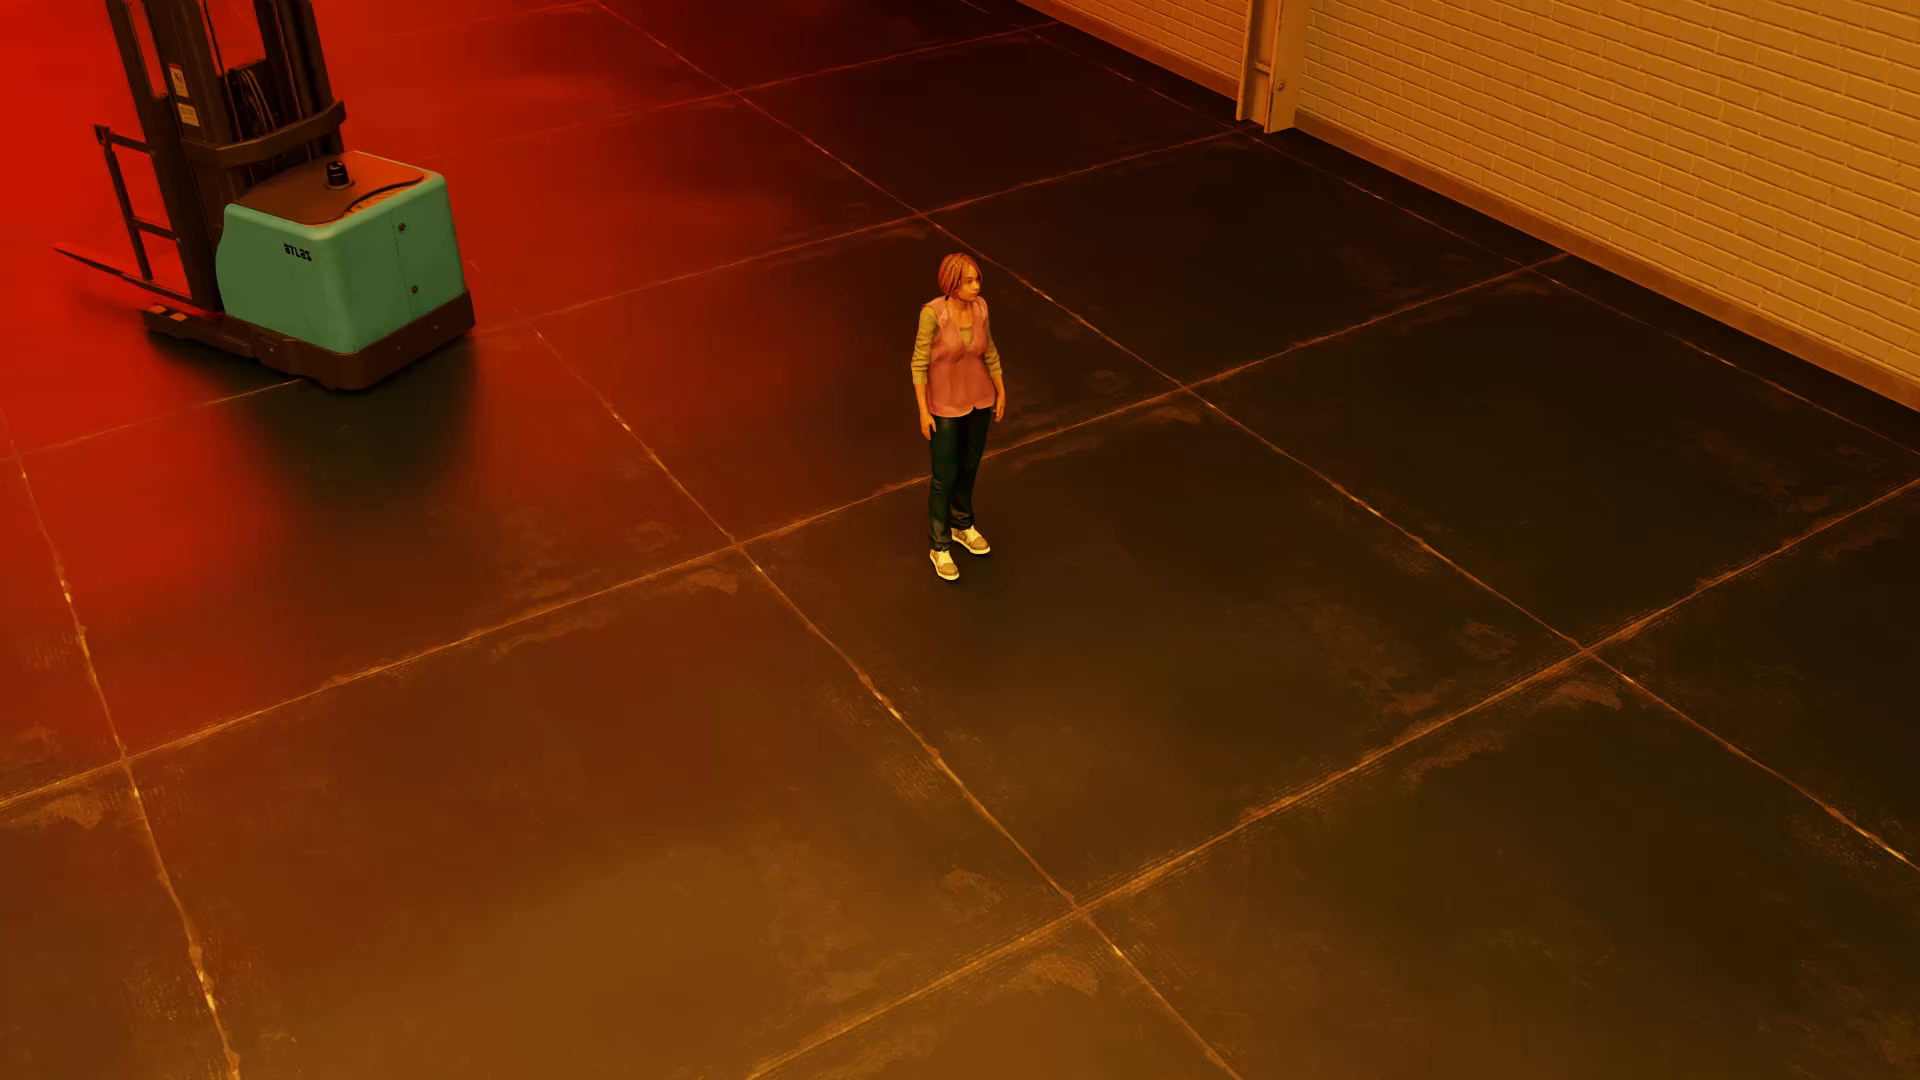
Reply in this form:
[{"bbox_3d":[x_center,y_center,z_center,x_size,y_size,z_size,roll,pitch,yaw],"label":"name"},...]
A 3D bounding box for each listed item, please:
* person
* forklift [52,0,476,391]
[{"bbox_3d":[0.028,-0.620,8.177,0.520,1.597,0.476,-21,40,-27],"label":"person"},{"bbox_3d":[-4.594,-2.705,9.997,3.031,2.935,1.130,19,39,25],"label":"forklift"}]
